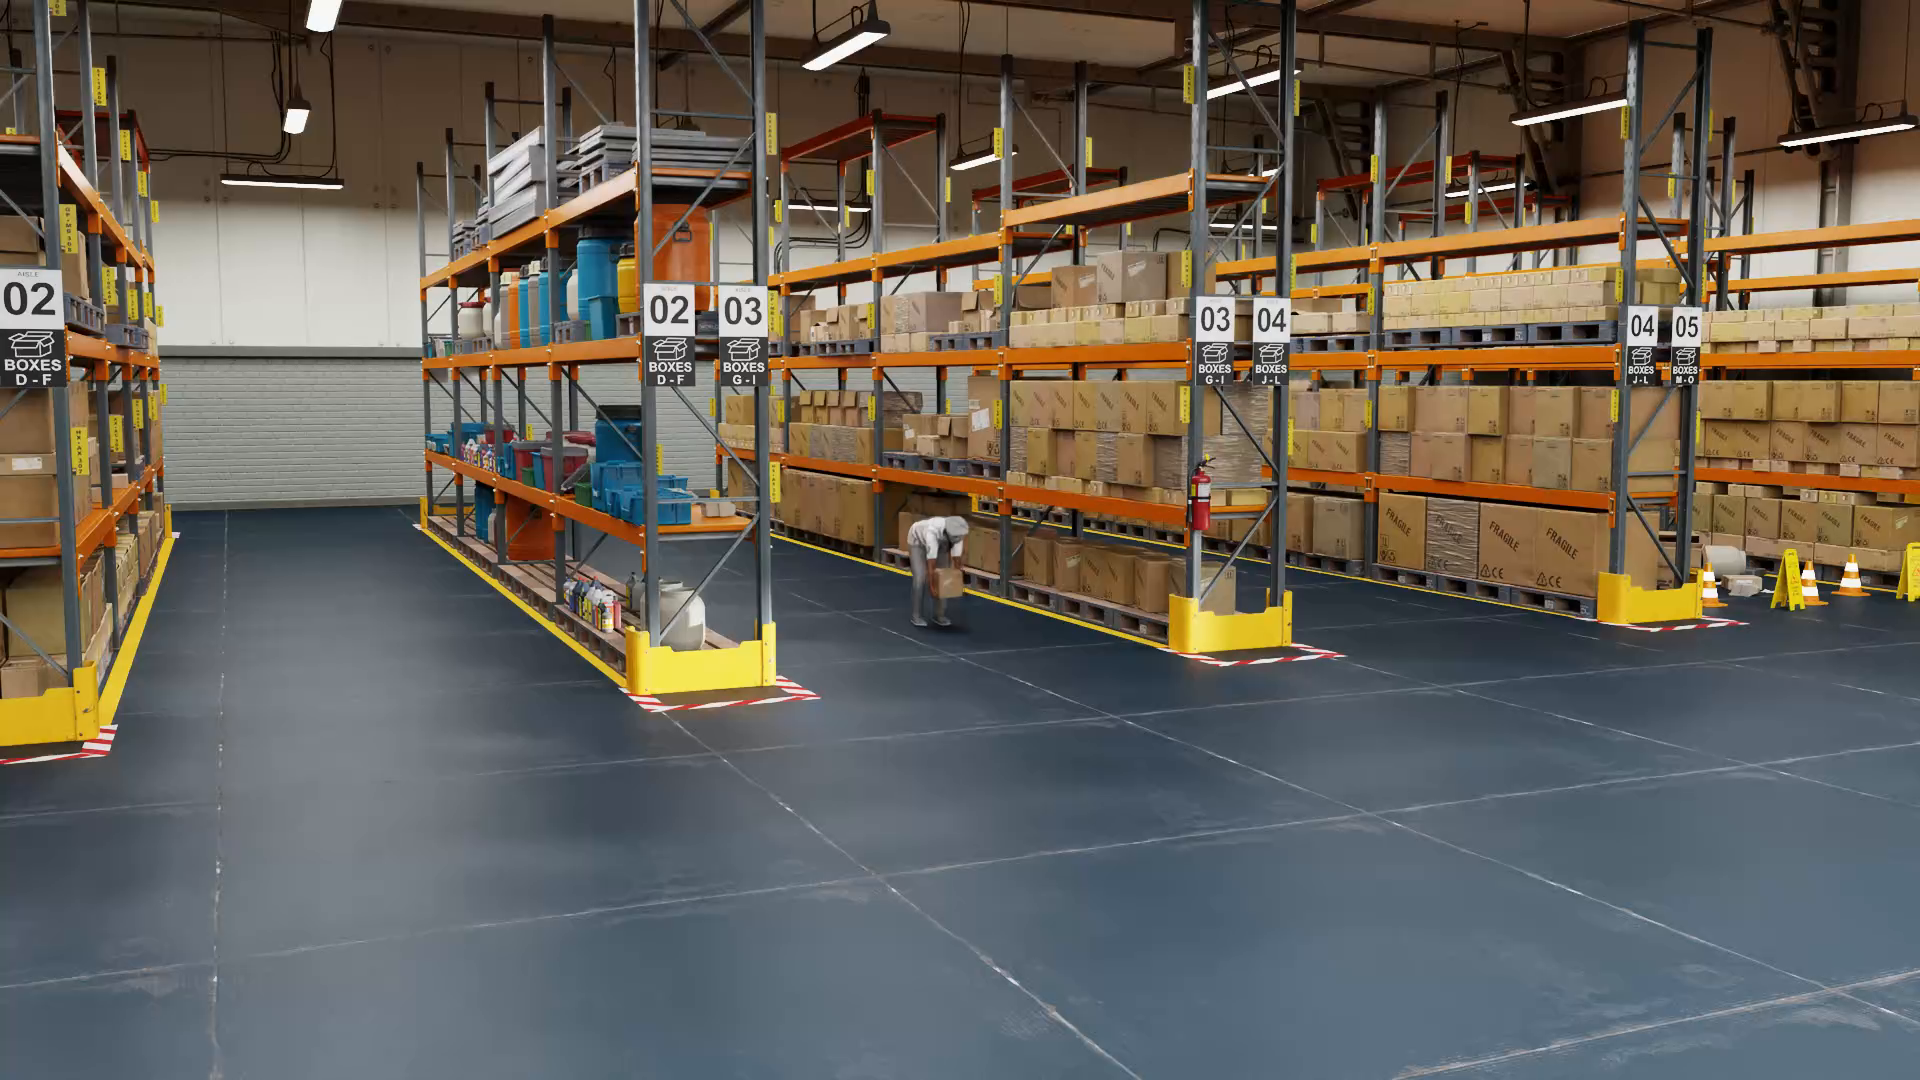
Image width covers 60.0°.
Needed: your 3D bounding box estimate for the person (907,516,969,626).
[{"bbox_3d":[-0.206,0.307,16.561,0.420,1.142,0.938,-3,6,-26],"label":"person"}]
